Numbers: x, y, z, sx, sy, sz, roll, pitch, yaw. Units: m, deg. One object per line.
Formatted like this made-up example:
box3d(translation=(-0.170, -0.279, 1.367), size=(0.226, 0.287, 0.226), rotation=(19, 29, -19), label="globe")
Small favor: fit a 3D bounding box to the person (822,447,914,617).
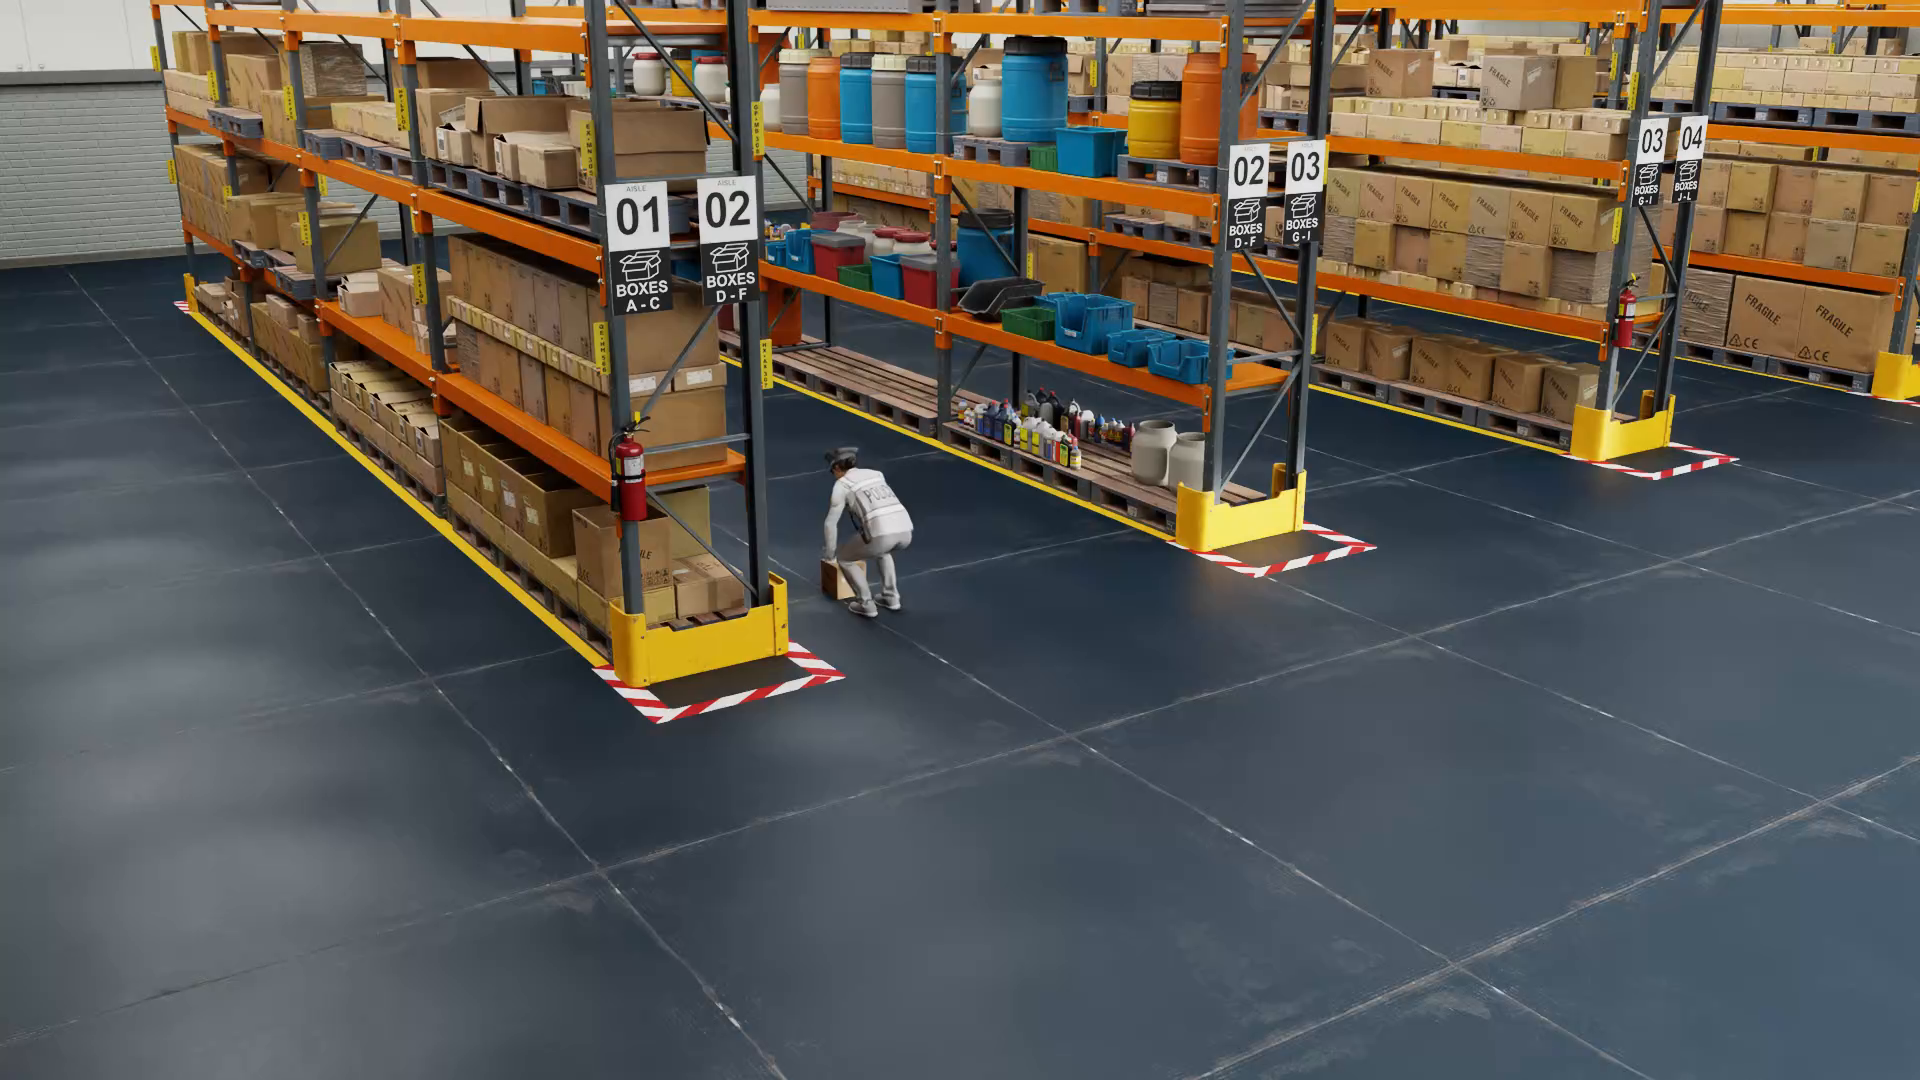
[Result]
box3d(translation=(-0.692, -0.062, 12.029), size=(0.522, 1.180, 0.796), rotation=(-13, 22, -33), label="person")
